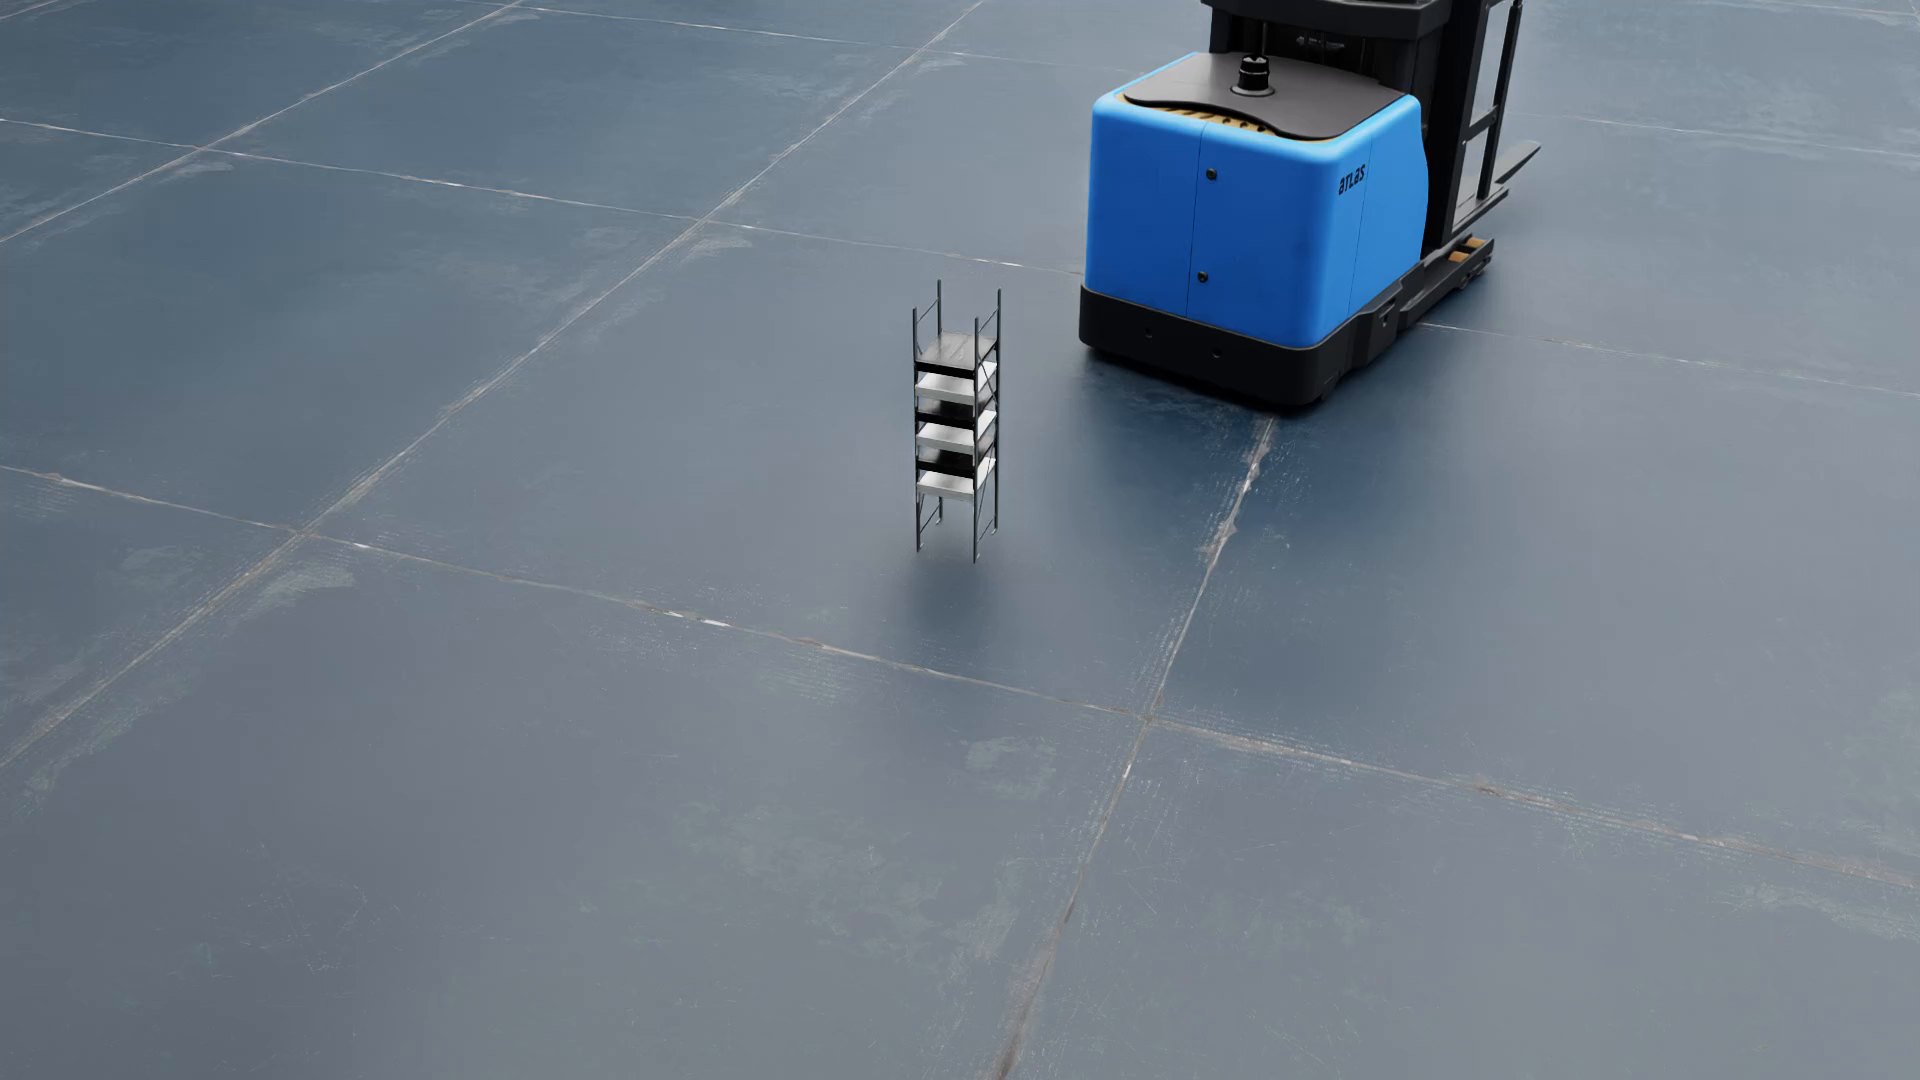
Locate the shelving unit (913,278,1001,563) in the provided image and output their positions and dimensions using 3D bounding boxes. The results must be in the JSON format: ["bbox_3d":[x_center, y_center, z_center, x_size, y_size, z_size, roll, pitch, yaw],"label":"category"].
[{"bbox_3d":[-0.008,-0.380,5.445,0.210,0.900,0.258,11,34,16],"label":"shelving unit"}]

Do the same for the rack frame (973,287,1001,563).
[{"bbox_3d":[0.088,-0.361,5.416,0.006,0.900,0.240,11,34,16],"label":"rack frame"}]

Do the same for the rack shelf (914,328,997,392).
[{"bbox_3d":[-0.008,-0.578,5.316,0.200,0.077,0.258,11,34,16],"label":"rack shelf"}]

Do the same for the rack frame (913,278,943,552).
[{"bbox_3d":[-0.103,-0.398,5.473,0.006,0.900,0.240,11,34,16],"label":"rack frame"}]

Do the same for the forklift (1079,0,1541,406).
[{"bbox_3d":[1.763,-2.490,6.840,1.130,2.935,3.031,22,39,30],"label":"forklift"}]

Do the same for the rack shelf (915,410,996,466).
[{"bbox_3d":[-0.008,-0.352,5.463,0.200,0.077,0.258,11,34,16],"label":"rack shelf"}]

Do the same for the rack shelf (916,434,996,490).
[{"bbox_3d":[-0.008,-0.276,5.512,0.200,0.077,0.258,11,34,16],"label":"rack shelf"}]

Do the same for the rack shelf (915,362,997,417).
[{"bbox_3d":[-0.008,-0.503,5.365,0.200,0.077,0.258,11,34,16],"label":"rack shelf"}]

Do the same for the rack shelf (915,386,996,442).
[{"bbox_3d":[-0.008,-0.427,5.414,0.200,0.077,0.258,11,34,16],"label":"rack shelf"}]

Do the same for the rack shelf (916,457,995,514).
[{"bbox_3d":[-0.008,-0.200,5.560,0.200,0.077,0.258,11,34,16],"label":"rack shelf"}]
